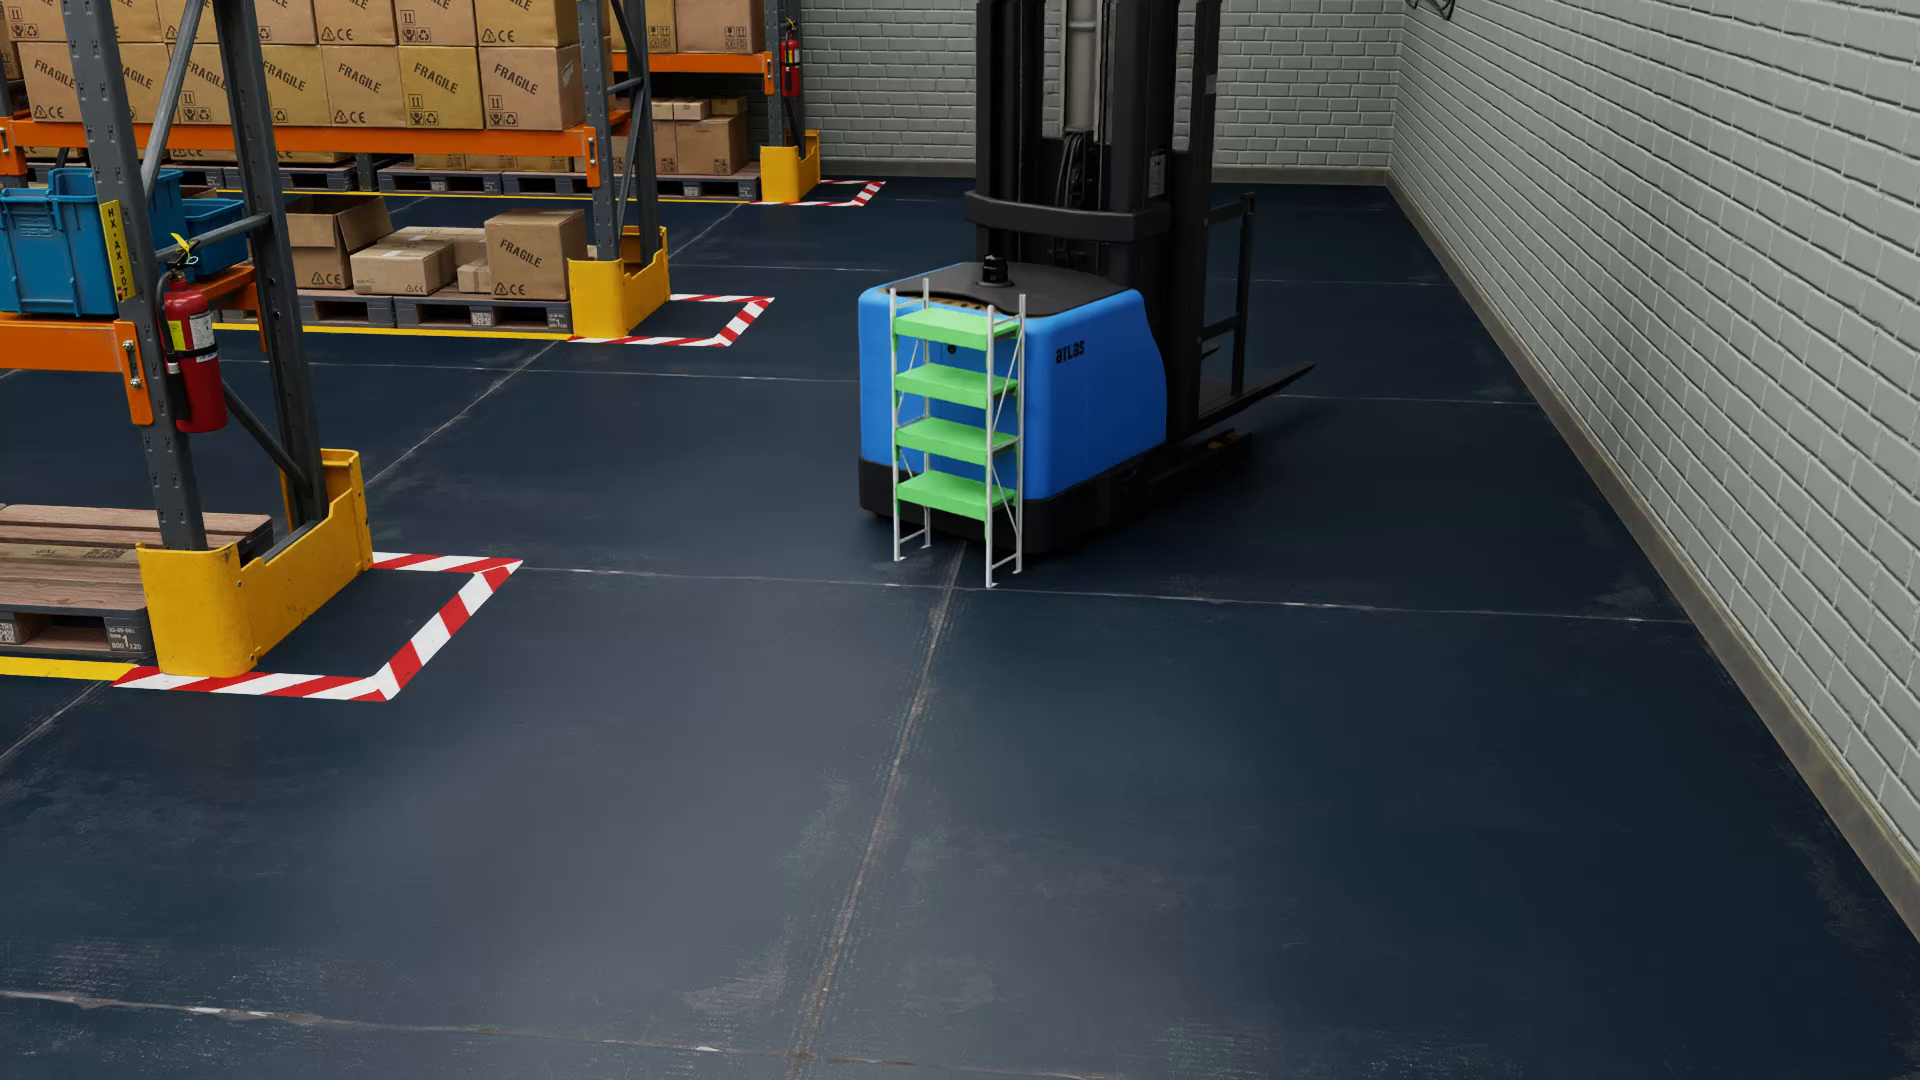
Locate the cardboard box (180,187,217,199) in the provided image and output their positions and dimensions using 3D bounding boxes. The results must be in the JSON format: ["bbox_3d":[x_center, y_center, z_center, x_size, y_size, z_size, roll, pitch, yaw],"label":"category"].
[{"bbox_3d":[-5.573,-2.201,11.729,0.500,0.500,0.500,2,22,6],"label":"cardboard box"}]

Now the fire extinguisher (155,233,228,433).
[{"bbox_3d":[-2.690,-0.717,5.785,0.183,0.674,0.296,2,22,6],"label":"fire extinguisher"}]

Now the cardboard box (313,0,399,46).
[{"bbox_3d":[-3.692,-3.379,10.412,0.500,0.500,0.500,3,22,8],"label":"cardboard box"}]

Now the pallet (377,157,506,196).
[{"bbox_3d":[-4.847,-3.530,16.083,1.213,0.211,1.003,2,22,6],"label":"pallet"}]

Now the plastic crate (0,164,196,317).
[{"bbox_3d":[-3.141,-1.089,5.985,0.499,0.435,0.616,2,22,6],"label":"plastic crate"}]

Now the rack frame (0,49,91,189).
[{"bbox_3d":[-6.172,-3.080,11.150,0.127,3.000,1.000,2,22,6],"label":"rack frame"}]

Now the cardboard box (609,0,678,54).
[{"bbox_3d":[-2.852,-4.901,15.348,0.700,0.700,0.980,2,22,6],"label":"cardboard box"}]

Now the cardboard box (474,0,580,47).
[{"bbox_3d":[-2.674,-3.337,10.305,0.500,0.500,0.500,2,22,6],"label":"cardboard box"}]

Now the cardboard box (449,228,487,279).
[{"bbox_3d":[-3.203,-1.981,11.513,0.500,0.250,0.500,2,22,6],"label":"cardboard box"}]

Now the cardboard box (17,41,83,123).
[{"bbox_3d":[-5.698,-3.005,10.825,0.500,0.500,0.500,3,22,8],"label":"cardboard box"}]

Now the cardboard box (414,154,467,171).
[{"bbox_3d":[-4.862,-3.852,15.931,0.500,0.500,0.700,3,22,7],"label":"cardboard box"}]

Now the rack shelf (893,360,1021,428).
[{"bbox_3d":[-0.011,-0.608,6.867,0.480,0.148,0.258,15,26,34],"label":"rack shelf"}]

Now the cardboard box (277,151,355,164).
[{"bbox_3d":[-6.254,-4.065,15.995,0.750,0.750,0.750,3,22,7],"label":"cardboard box"}]

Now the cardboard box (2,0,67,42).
[{"bbox_3d":[-5.737,-3.468,10.637,0.500,0.500,0.500,3,22,8],"label":"cardboard box"}]

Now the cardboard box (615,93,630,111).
[{"bbox_3d":[-3.184,-4.155,15.816,0.250,0.149,0.380,3,22,7],"label":"cardboard box"}]

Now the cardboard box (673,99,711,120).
[{"bbox_3d":[-2.477,-3.983,15.381,0.250,0.149,0.380,2,22,6],"label":"cardboard box"}]

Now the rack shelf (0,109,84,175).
[{"bbox_3d":[-8.158,-2.832,11.501,4.000,0.370,1.077,2,22,6],"label":"rack shelf"}]

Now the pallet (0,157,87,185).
[{"bbox_3d":[-8.791,-3.703,16.520,1.213,0.211,1.003,2,22,6],"label":"pallet"}]

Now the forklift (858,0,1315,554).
[{"bbox_3d":[0.824,-1.782,7.960,1.130,2.935,3.031,15,26,34],"label":"forklift"}]

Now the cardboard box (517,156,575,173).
[{"bbox_3d":[-3.854,-3.806,15.815,0.500,0.500,0.700,3,22,8],"label":"cardboard box"}]

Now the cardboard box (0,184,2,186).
[{"bbox_3d":[-7.155,-2.251,11.855,0.500,0.500,0.500,3,22,7],"label":"cardboard box"}]

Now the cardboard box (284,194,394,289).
[{"bbox_3d":[-4.306,-2.044,11.328,0.637,0.503,0.797,2,22,6],"label":"cardboard box"}]

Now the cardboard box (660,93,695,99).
[{"bbox_3d":[-2.683,-4.133,15.761,0.250,0.149,0.380,3,22,6],"label":"cardboard box"}]

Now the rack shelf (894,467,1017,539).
[{"bbox_3d":[-0.011,-0.162,7.044,0.480,0.148,0.258,15,26,34],"label":"rack shelf"}]

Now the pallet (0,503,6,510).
[{"bbox_3d":[-4.809,0.095,6.913,1.213,0.211,1.003,2,22,6],"label":"pallet"}]

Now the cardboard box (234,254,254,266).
[{"bbox_3d":[-4.921,-1.836,11.259,0.250,0.166,0.380,2,22,6],"label":"cardboard box"}]

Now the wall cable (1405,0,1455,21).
[{"bbox_3d":[3.954,-5.686,13.807,0.112,2.526,3.097,2,22,6],"label":"wall cable"}]

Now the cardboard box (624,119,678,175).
[{"bbox_3d":[-2.825,-3.764,15.709,0.500,0.500,0.700,2,22,6],"label":"cardboard box"}]

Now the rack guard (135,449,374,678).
[{"bbox_3d":[-2.761,0.060,6.607,0.348,0.500,1.175,2,22,6],"label":"rack guard"}]

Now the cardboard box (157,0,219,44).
[{"bbox_3d":[-4.715,-3.424,10.524,0.500,0.500,0.500,2,22,5],"label":"cardboard box"}]

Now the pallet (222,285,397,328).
[{"bbox_3d":[-4.275,-1.701,11.456,1.213,0.211,1.003,2,22,6],"label":"pallet"}]

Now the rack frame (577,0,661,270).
[{"bbox_3d":[-2.200,-2.907,10.713,0.127,3.000,1.000,2,22,6],"label":"rack frame"}]

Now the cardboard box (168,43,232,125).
[{"bbox_3d":[-4.693,-2.961,10.715,0.500,0.500,0.500,2,22,6],"label":"cardboard box"}]

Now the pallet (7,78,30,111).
[{"bbox_3d":[-6.953,-3.065,11.374,1.213,0.211,1.003,2,22,6],"label":"pallet"}]

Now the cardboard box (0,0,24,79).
[{"bbox_3d":[-6.616,-3.424,11.313,0.500,0.500,0.700,-5,22,-12],"label":"cardboard box"}]

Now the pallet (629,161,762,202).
[{"bbox_3d":[-2.424,-3.425,15.816,1.213,0.211,1.003,2,22,6],"label":"pallet"}]

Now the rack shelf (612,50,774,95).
[{"bbox_3d":[-3.607,-4.468,15.639,4.000,0.370,1.077,2,22,6],"label":"rack shelf"}]

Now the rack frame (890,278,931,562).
[{"bbox_3d":[-0.207,-0.498,7.067,0.015,1.200,0.240,15,26,34],"label":"rack frame"}]

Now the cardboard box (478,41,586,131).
[{"bbox_3d":[-2.677,-2.873,10.492,0.500,0.500,0.500,3,22,8],"label":"cardboard box"}]

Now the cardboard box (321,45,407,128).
[{"bbox_3d":[-3.687,-2.918,10.605,0.500,0.500,0.500,3,22,7],"label":"cardboard box"}]

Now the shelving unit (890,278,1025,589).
[{"bbox_3d":[-0.011,-0.444,6.932,0.503,1.200,0.258,15,26,34],"label":"shelving unit"}]

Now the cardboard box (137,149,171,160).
[{"bbox_3d":[-7.981,-4.137,16.178,0.750,0.750,0.750,2,22,6],"label":"cardboard box"}]

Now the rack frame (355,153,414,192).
[{"bbox_3d":[-5.593,-4.889,15.725,0.127,3.000,1.000,2,22,6],"label":"rack frame"}]

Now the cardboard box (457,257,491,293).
[{"bbox_3d":[-3.161,-1.778,11.112,0.250,0.166,0.380,2,22,6],"label":"cardboard box"}]
